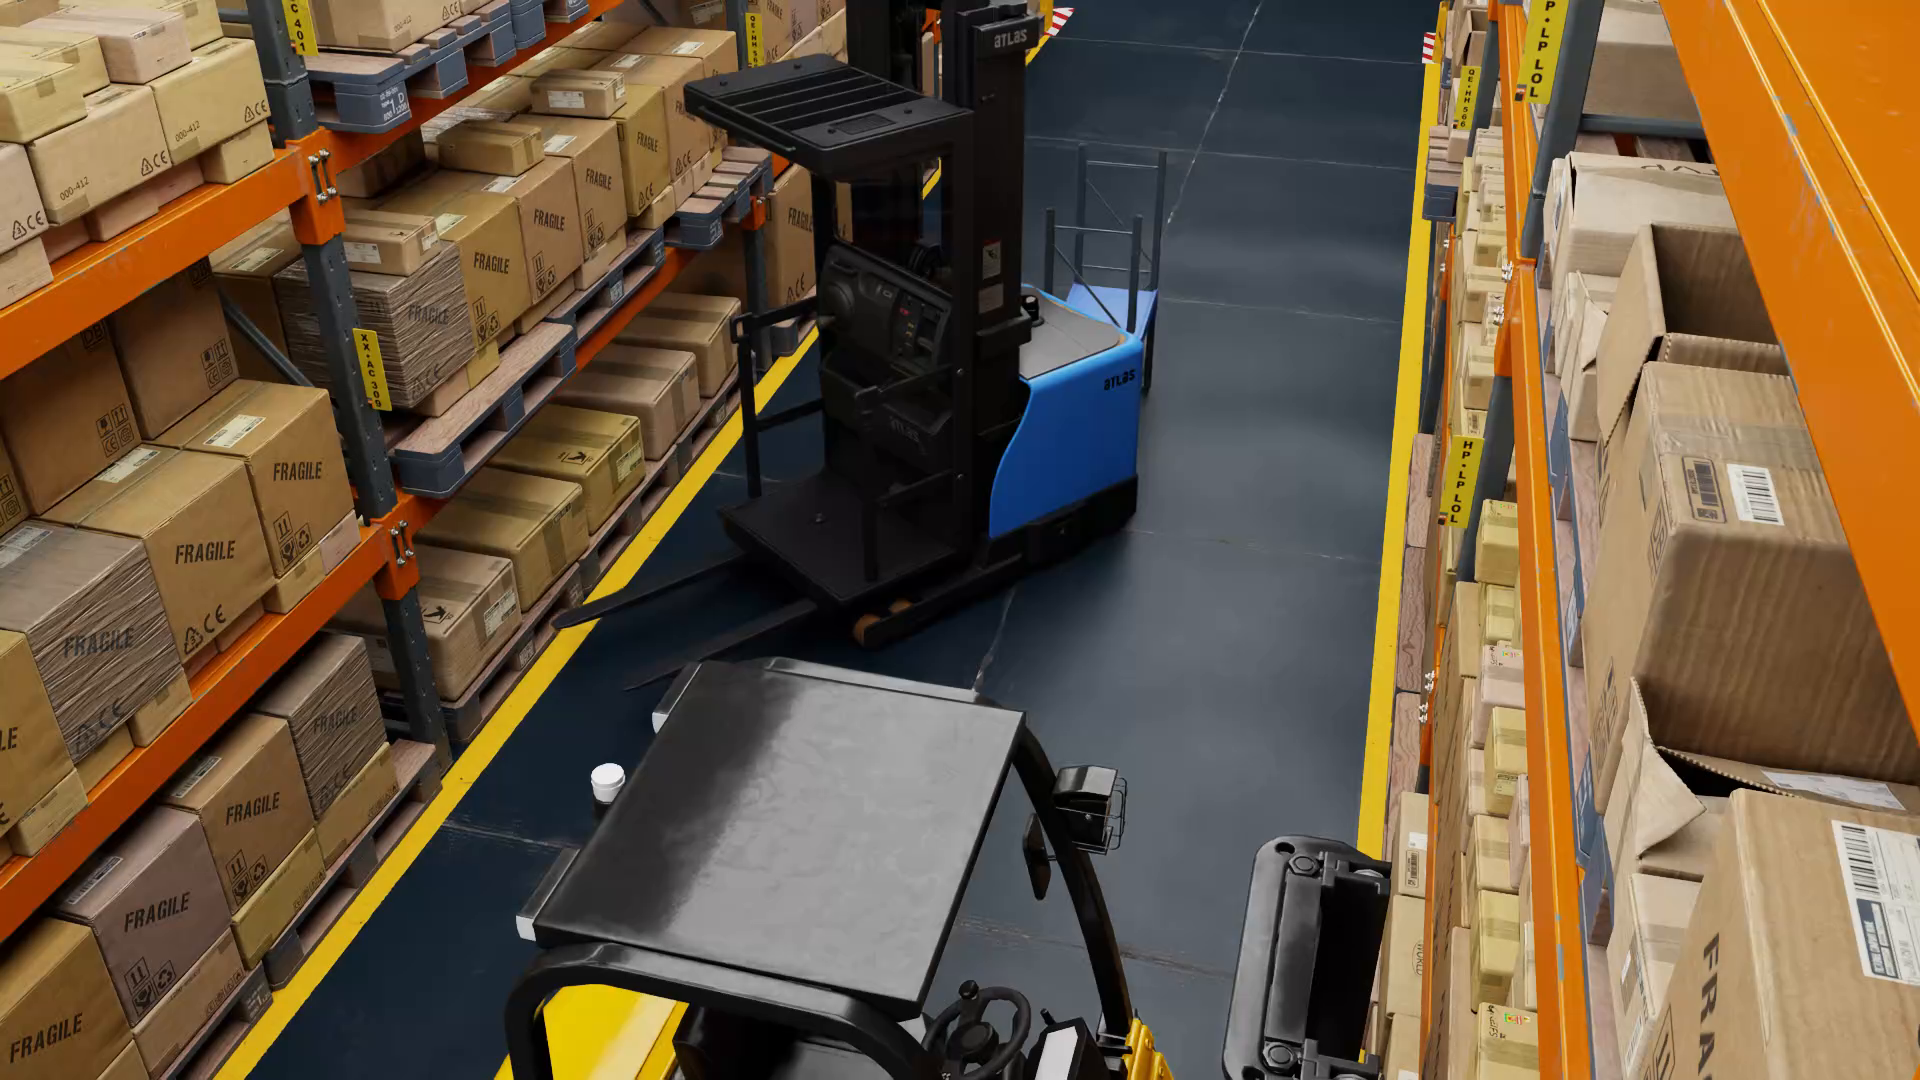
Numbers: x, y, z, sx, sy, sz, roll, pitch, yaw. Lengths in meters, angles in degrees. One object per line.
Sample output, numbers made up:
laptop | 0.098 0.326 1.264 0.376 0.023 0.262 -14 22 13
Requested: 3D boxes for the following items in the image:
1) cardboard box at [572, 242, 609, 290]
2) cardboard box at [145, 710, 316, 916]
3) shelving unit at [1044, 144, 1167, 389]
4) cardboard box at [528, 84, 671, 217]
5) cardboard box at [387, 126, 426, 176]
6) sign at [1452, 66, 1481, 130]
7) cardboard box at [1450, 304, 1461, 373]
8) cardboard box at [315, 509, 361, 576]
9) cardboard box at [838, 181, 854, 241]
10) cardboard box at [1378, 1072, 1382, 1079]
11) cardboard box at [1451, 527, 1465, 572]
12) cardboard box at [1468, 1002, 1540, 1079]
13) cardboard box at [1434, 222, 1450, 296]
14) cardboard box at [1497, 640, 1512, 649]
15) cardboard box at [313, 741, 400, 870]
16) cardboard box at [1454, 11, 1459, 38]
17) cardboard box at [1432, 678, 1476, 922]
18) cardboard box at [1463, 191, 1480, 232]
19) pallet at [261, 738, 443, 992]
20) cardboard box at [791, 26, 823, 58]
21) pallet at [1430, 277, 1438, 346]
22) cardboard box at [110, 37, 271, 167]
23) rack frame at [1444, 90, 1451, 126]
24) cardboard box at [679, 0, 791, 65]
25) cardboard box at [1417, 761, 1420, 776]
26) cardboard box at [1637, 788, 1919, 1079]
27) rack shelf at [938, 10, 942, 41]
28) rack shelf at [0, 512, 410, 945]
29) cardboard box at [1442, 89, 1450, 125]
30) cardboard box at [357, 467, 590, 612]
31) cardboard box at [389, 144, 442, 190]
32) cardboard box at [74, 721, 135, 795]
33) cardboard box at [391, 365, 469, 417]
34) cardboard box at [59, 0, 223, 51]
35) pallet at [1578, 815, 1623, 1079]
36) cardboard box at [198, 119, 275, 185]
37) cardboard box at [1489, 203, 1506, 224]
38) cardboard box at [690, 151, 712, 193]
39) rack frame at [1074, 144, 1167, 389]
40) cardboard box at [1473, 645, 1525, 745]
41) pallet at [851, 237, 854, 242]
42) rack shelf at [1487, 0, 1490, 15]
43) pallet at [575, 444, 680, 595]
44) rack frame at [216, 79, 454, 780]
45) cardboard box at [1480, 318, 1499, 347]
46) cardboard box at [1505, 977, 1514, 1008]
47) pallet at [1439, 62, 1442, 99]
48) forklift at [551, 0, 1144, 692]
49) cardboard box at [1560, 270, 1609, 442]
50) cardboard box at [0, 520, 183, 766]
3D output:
cardboard box | -1.893 -1.318 7.870 0.380 0.149 0.250 9 34 14
cardboard box | -2.714 0.944 5.942 0.500 0.500 0.500 9 33 13
shelving unit | 0.812 -1.335 9.452 0.538 1.500 1.048 7 33 11
cardboard box | -1.775 -1.946 8.253 0.500 0.500 0.500 6 33 9
cardboard box | -2.589 -1.725 7.300 0.380 0.149 0.250 7 33 10
sign | 2.593 -2.257 8.499 0.100 0.325 0.005 8 33 12
cardboard box | 2.515 -0.944 7.578 0.500 0.250 0.500 7 33 11
cardboard box | -2.483 -0.016 6.214 0.380 0.149 0.250 8 33 12
cardboard box | -1.195 -2.496 11.470 0.875 0.875 0.875 8 33 13
cardboard box | 1.420 1.845 4.757 0.500 0.250 0.500 8 33 12
cardboard box | 1.983 -0.094 5.776 0.500 0.250 0.500 7 33 11
cardboard box | 1.205 1.087 3.269 0.380 0.149 0.250 9 33 13
cardboard box | 3.401 -1.906 10.891 0.500 0.500 0.500 7 33 11
cardboard box | 1.667 0.430 4.579 0.380 0.149 0.250 8 33 12
cardboard box | -2.587 0.996 6.559 0.500 0.250 0.500 10 34 15
cardboard box | 3.412 -3.260 10.816 0.396 0.266 0.258 10 34 15
cardboard box | 1.624 0.768 4.652 0.500 0.500 0.500 9 33 13
cardboard box | 2.644 -1.424 7.867 0.500 0.250 0.500 9 34 14
pallet | -2.833 1.199 6.667 1.003 0.211 1.213 8 33 12
cardboard box | -1.182 -3.052 10.428 0.500 0.250 0.500 9 33 14
pallet | 3.658 -1.569 11.022 1.003 0.211 1.213 8 33 12
cardboard box | -2.548 -1.392 5.211 0.500 0.250 0.500 8 33 12
rack frame | 4.136 -3.808 11.945 1.000 3.000 0.127 8 33 12
cardboard box | -1.320 -3.093 9.795 0.500 0.500 0.500 7 33 11
cardboard box | 2.227 0.896 6.367 0.875 0.625 0.625 9 34 15
cardboard box | 0.967 0.628 1.592 0.500 0.500 0.500 9 34 14
rack shelf | -0.159 -5.216 14.830 1.077 0.370 4.000 8 33 12
rack shelf | -3.204 1.011 5.035 1.077 0.370 4.000 8 33 12
cardboard box | 4.386 -3.725 13.752 0.700 0.500 0.500 7 33 11
cardboard box | -2.387 -0.045 8.083 0.950 0.372 0.625 10 34 15
cardboard box | -2.540 -1.471 7.506 0.500 0.500 0.500 9 34 14
cardboard box | -2.832 0.640 5.182 0.380 0.149 0.250 7 33 12
cardboard box | -2.251 -0.646 6.813 0.380 0.149 0.250 8 33 13
cardboard box | -2.566 -1.633 5.218 0.380 0.149 0.250 9 33 13
pallet | 1.295 0.827 1.940 1.003 0.211 1.213 8 33 12
cardboard box | -2.481 -1.285 5.414 0.380 0.149 0.250 8 33 13
cardboard box | 2.559 -1.376 7.420 0.380 0.149 0.250 8 33 13
cardboard box | -1.556 -1.990 8.927 0.380 0.149 0.250 8 33 12
rack frame | 0.928 -1.600 9.870 0.500 1.500 0.032 7 33 11
cardboard box | 1.538 0.428 4.306 0.380 0.149 0.250 9 33 13
pallet | -1.097 -2.260 12.108 1.003 0.211 1.213 8 33 12
rack shelf | 3.628 -3.733 9.700 1.077 0.370 4.000 8 33 12
pallet | -2.193 -0.193 8.857 1.003 0.211 1.213 8 33 12
rack frame | -2.696 -0.331 6.474 1.000 3.000 0.127 8 33 12
cardboard box | 2.204 -0.718 6.386 0.380 0.149 0.250 7 33 11
cardboard box | 1.360 1.099 3.528 0.380 0.149 0.250 8 33 12
pallet | 4.930 -4.254 15.245 1.003 0.211 1.213 8 33 12
forklift | -0.521 -1.038 7.651 3.031 2.935 1.130 -24 39 -32
cardboard box | 1.435 -0.357 3.360 0.396 0.266 0.258 7 33 11
cardboard box | -2.820 0.304 5.106 0.500 0.500 0.500 9 34 14
